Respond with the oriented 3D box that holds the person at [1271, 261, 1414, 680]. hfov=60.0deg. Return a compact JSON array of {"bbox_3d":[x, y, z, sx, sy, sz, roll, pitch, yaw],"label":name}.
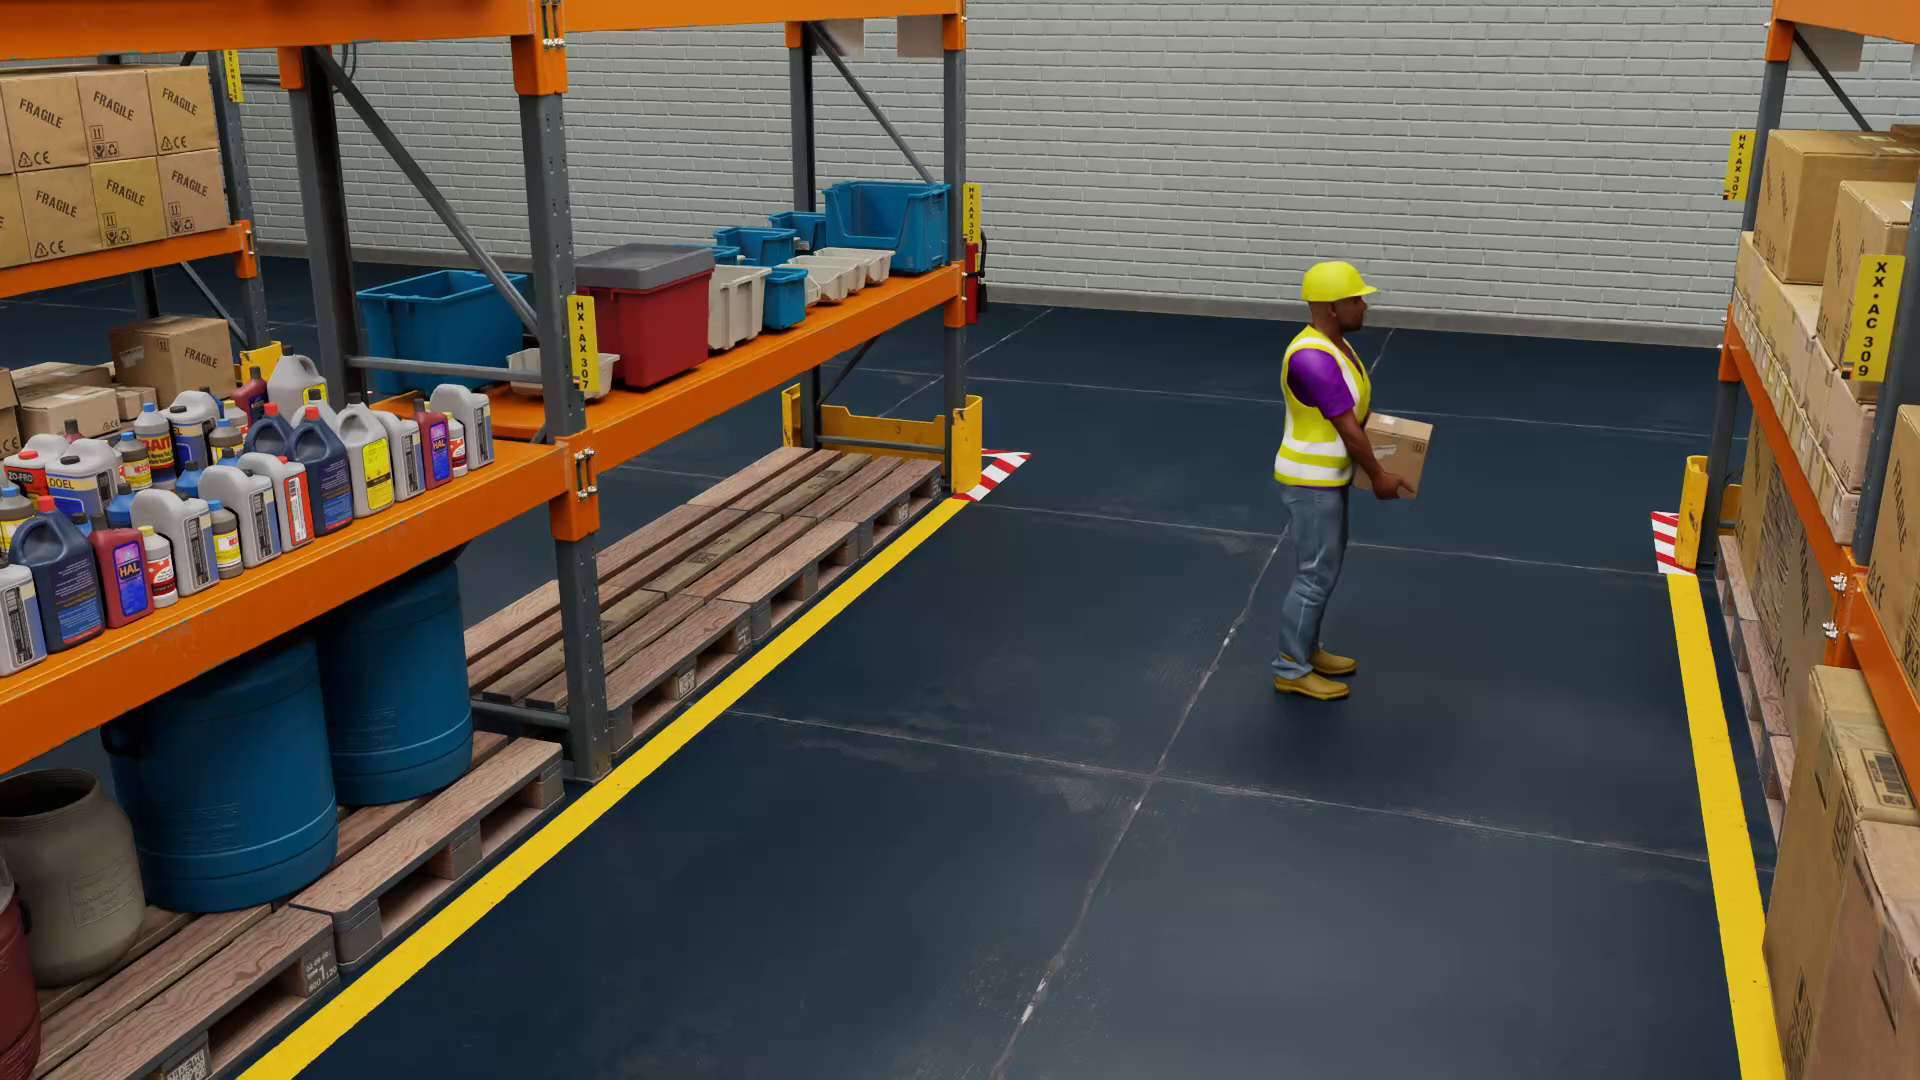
[{"bbox_3d":[1.560,-0.268,6.729,0.560,1.702,0.473,6,19,18],"label":"person"}]
